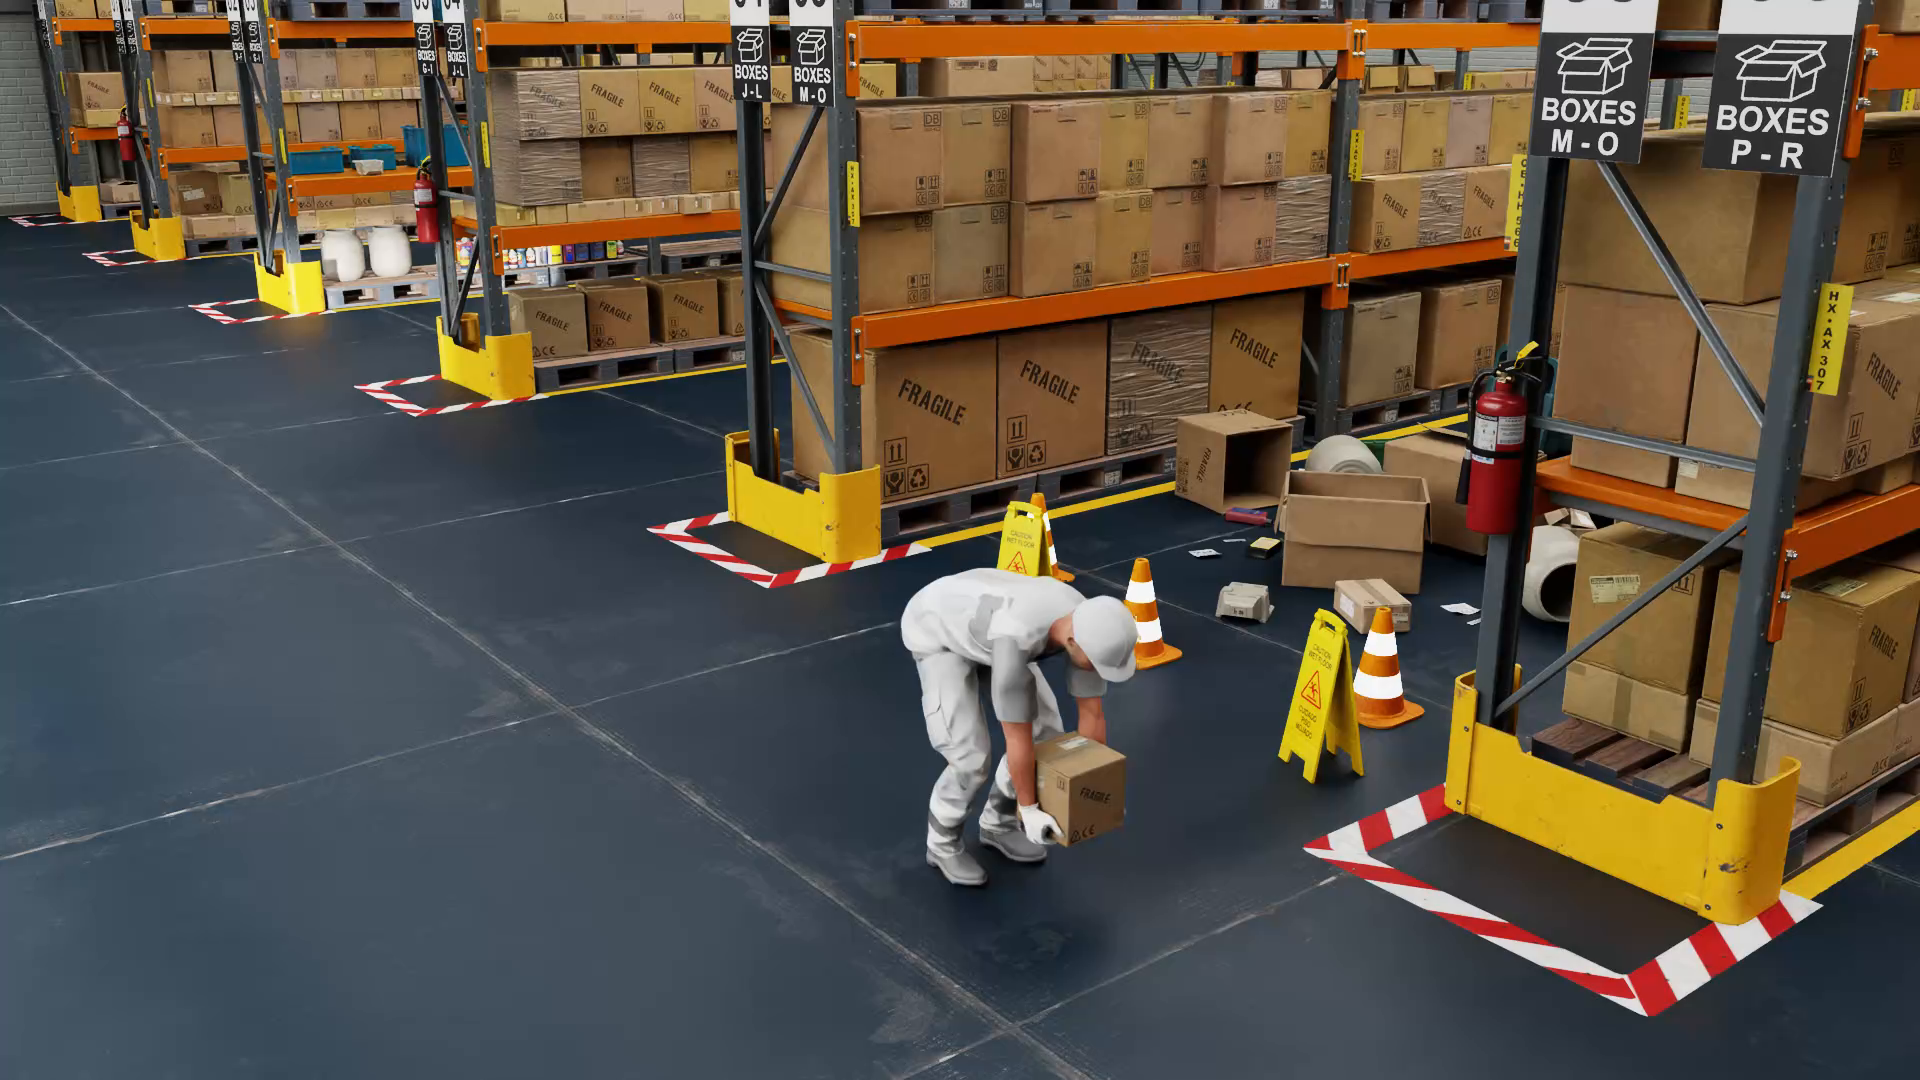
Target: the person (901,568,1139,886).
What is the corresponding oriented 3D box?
[{"bbox_3d":[0.208,0.637,5.572,0.522,1.135,0.951,-15,23,-39],"label":"person"}]
